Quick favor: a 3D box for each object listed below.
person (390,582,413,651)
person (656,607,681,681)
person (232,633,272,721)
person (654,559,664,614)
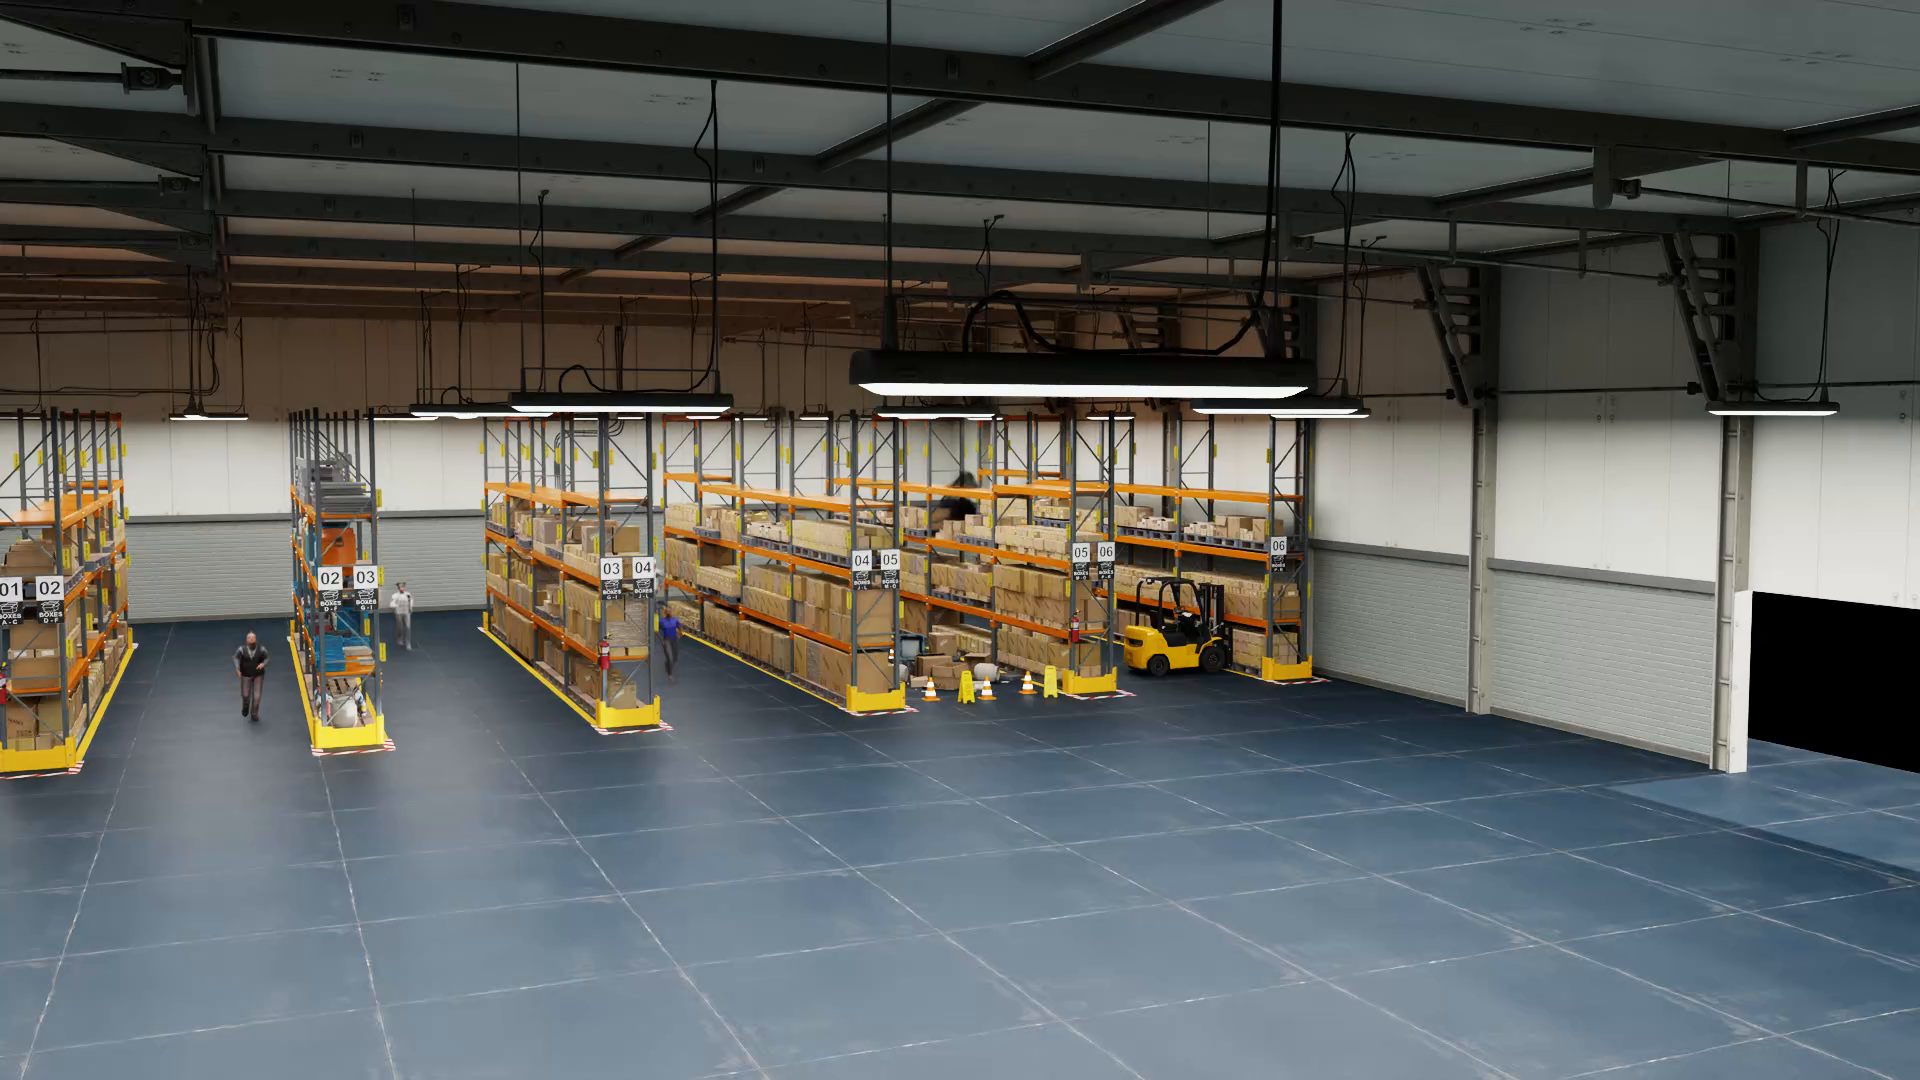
[{"bbox_3d":[-14.175,1.914,42.267,0.603,1.742,0.839,-2,5,-29],"label":"person"},{"bbox_3d":[-6.521,2.317,37.299,0.576,1.628,0.615,-2,4,-24],"label":"person"},{"bbox_3d":[-13.602,2.637,31.962,0.703,1.694,0.542,-2,4,-22],"label":"person"},{"bbox_3d":[-8.995,1.439,48.599,0.897,1.791,0.701,-4,5,-43],"label":"person"}]
